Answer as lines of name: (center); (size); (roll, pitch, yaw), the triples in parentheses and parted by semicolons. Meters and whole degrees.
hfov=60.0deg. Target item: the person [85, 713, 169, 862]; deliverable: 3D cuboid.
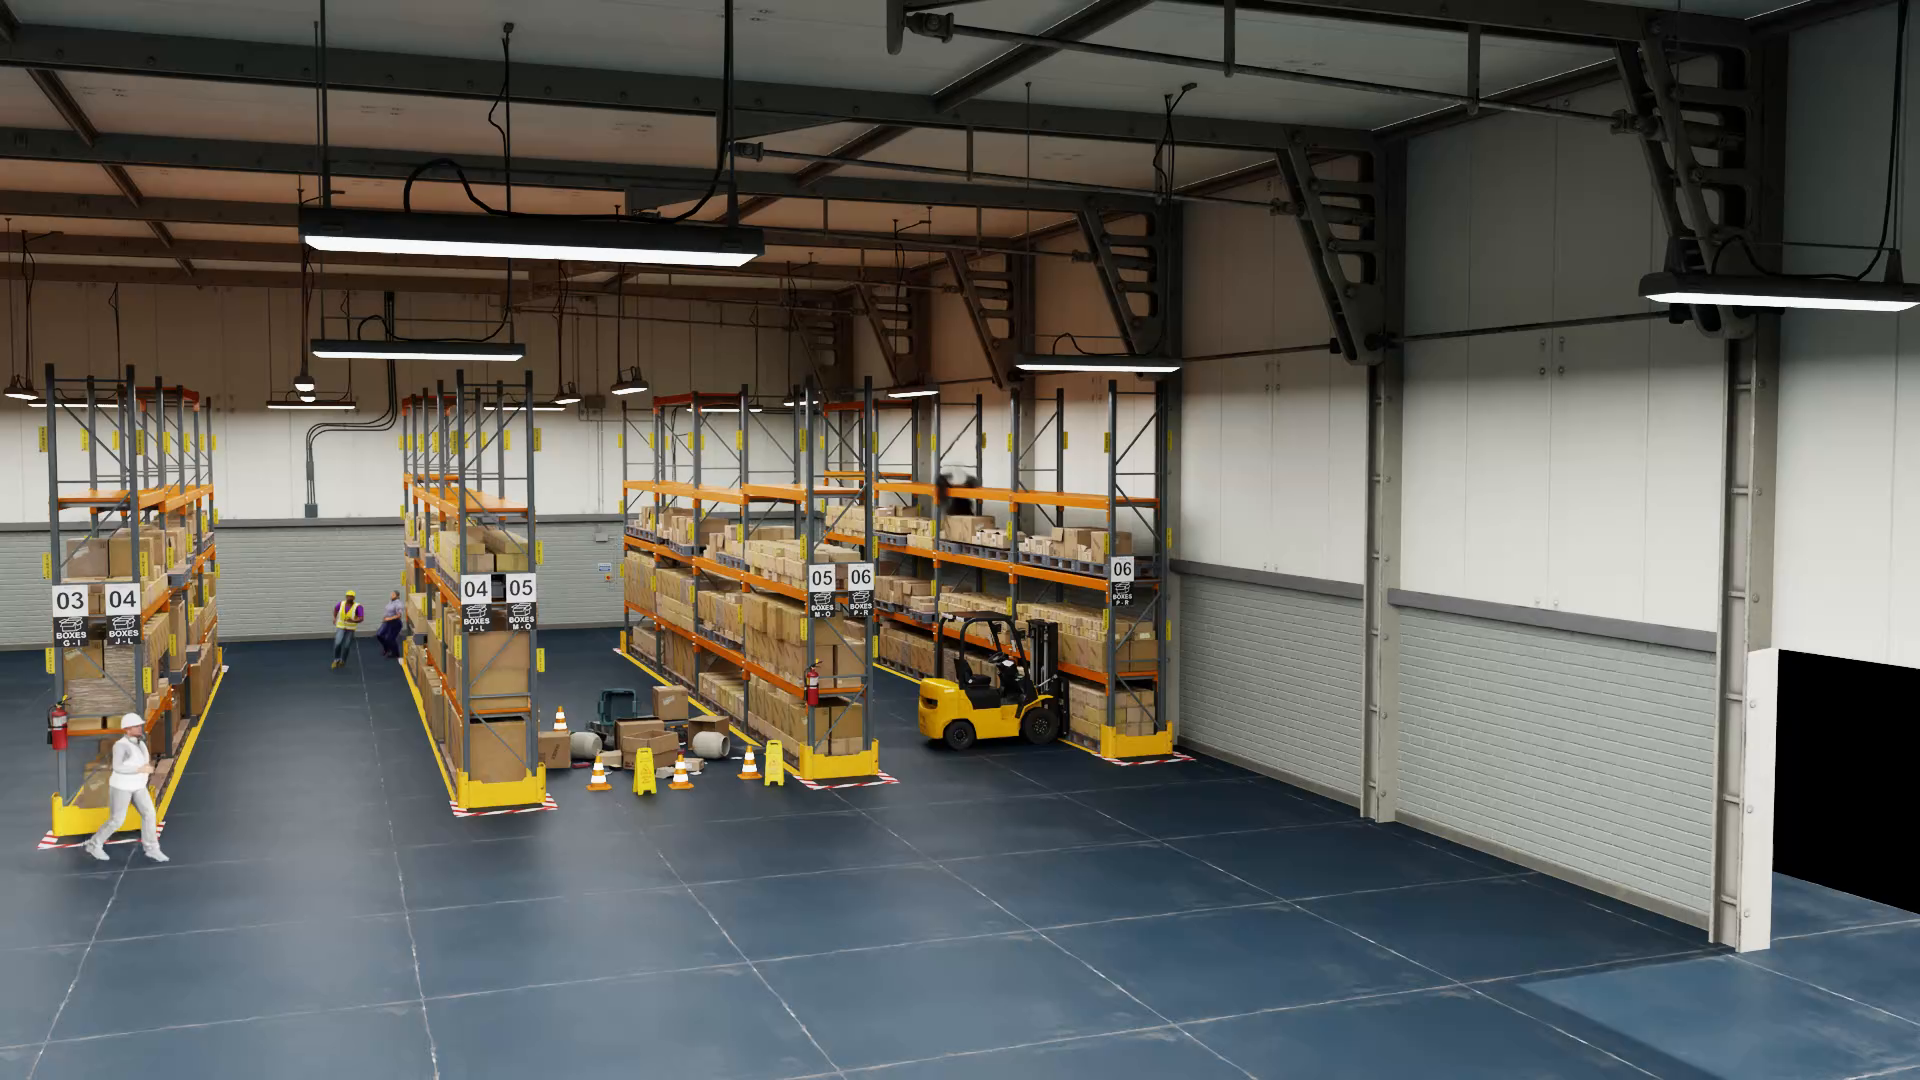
person: (-9.916, 2.953, 19.798); (0.930, 1.790, 0.645); (0, 3, 7)

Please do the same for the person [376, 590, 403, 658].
person: (-13.158, 1.953, 38.466); (0.616, 1.581, 0.602); (2, 4, 35)

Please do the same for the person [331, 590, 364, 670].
person: (-13.585, 1.918, 36.898); (0.711, 1.631, 0.696); (-1, 3, -13)
